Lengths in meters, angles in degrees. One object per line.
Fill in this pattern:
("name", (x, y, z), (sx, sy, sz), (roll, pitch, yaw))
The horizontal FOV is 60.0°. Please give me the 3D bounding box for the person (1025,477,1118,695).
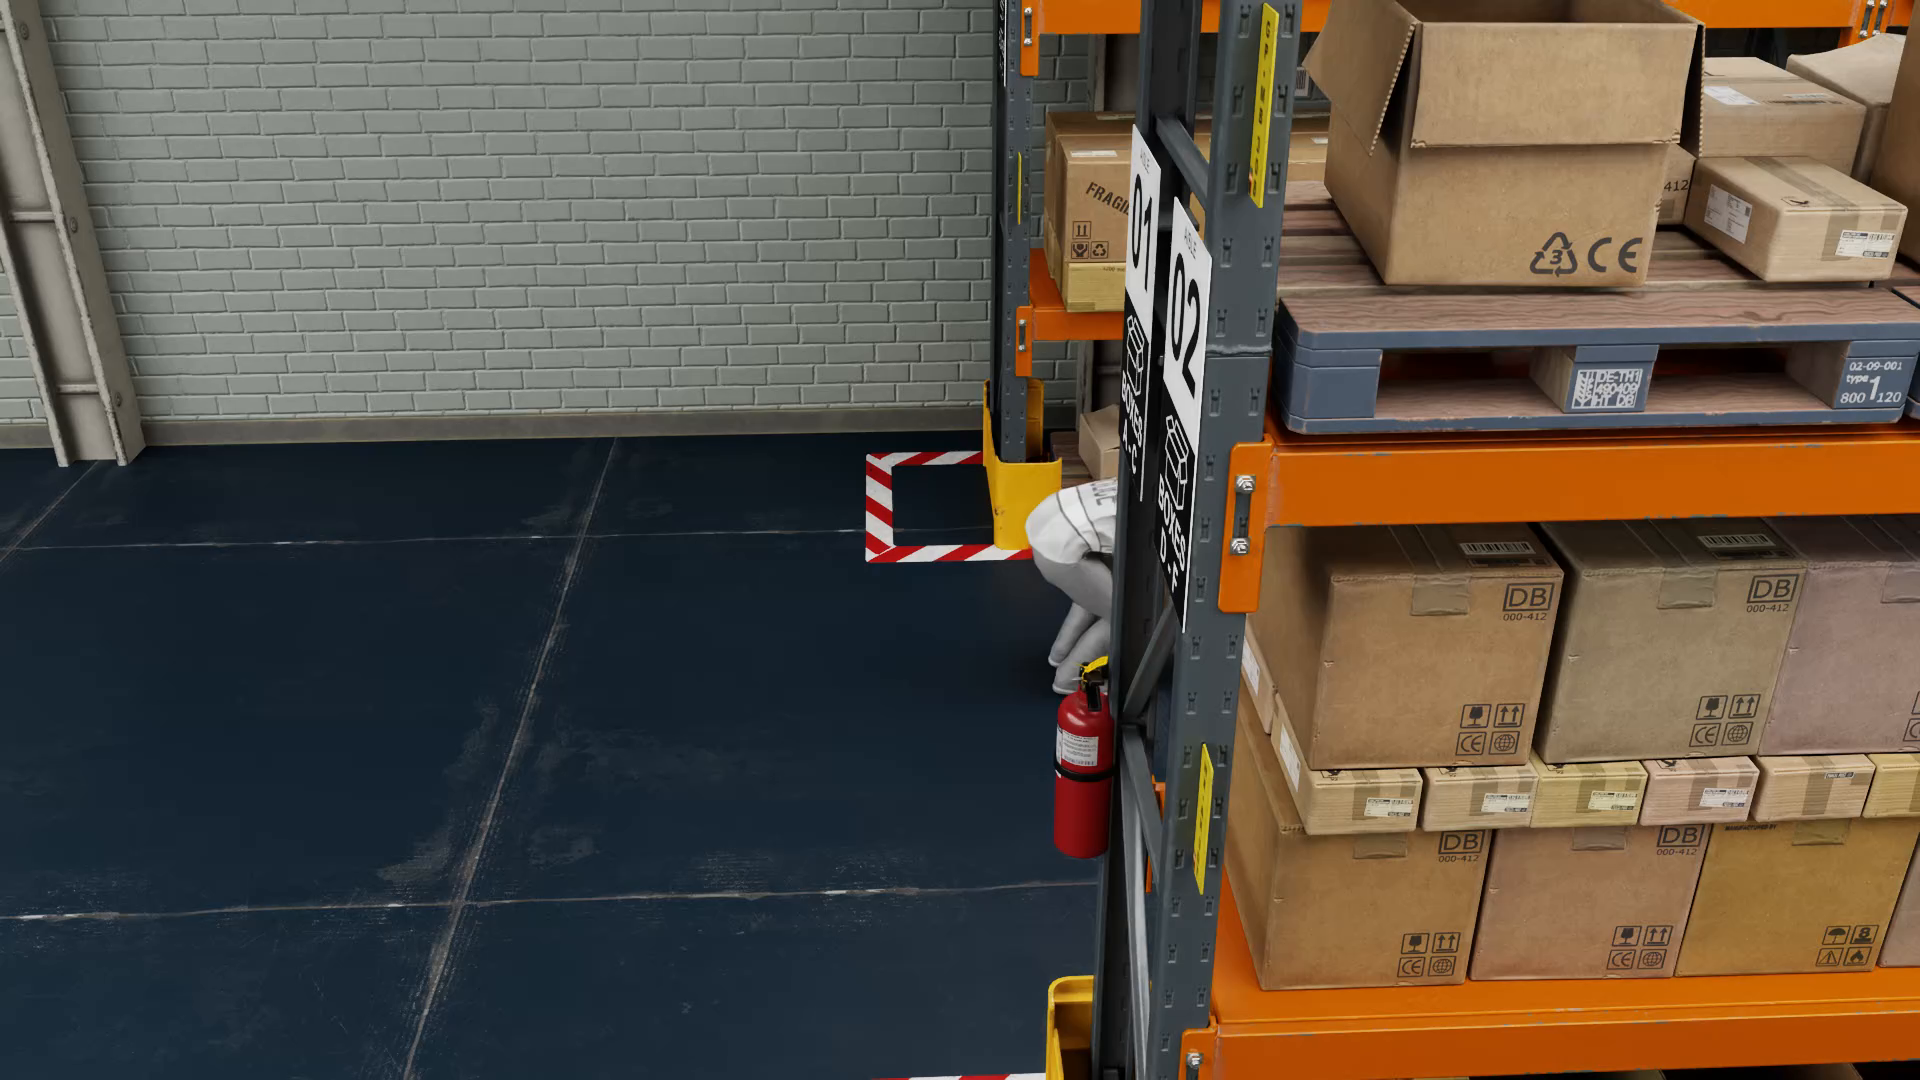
("person", (0.755, 0.171, 7.467), (0.934, 1.041, 0.461), (-2, 28, -4))
